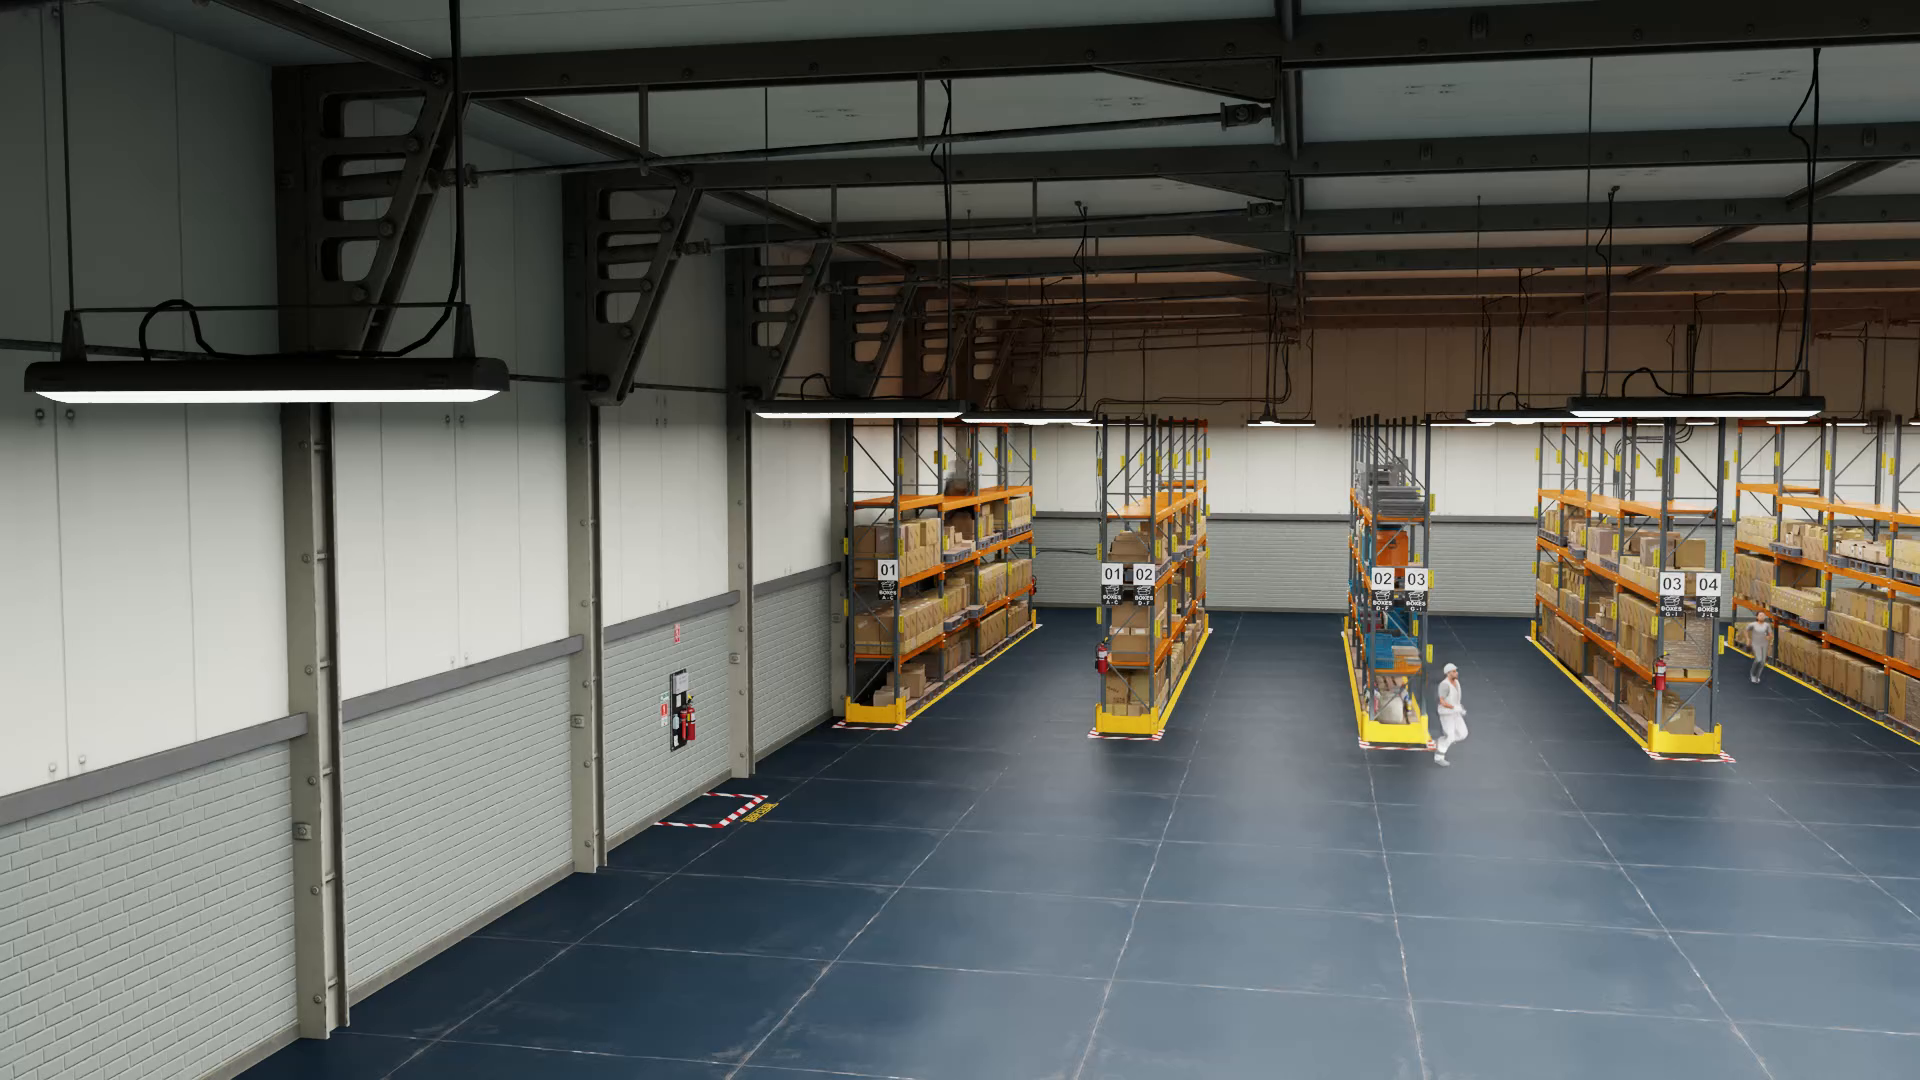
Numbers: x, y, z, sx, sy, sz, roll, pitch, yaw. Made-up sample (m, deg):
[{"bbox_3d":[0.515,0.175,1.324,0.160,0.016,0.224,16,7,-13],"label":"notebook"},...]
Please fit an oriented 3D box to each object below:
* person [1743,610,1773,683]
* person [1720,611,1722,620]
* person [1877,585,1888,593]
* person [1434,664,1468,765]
[{"bbox_3d":[17.920,2.400,37.273,0.537,1.640,0.649,0,4,4],"label":"person"},{"bbox_3d":[18.471,2.184,40.971,0.552,1.651,0.644,1,4,18],"label":"person"},{"bbox_3d":[24.646,1.877,44.605,0.751,1.832,0.679,1,4,15],"label":"person"},{"bbox_3d":[8.388,2.970,28.336,0.700,1.741,0.654,-4,5,-45],"label":"person"}]
